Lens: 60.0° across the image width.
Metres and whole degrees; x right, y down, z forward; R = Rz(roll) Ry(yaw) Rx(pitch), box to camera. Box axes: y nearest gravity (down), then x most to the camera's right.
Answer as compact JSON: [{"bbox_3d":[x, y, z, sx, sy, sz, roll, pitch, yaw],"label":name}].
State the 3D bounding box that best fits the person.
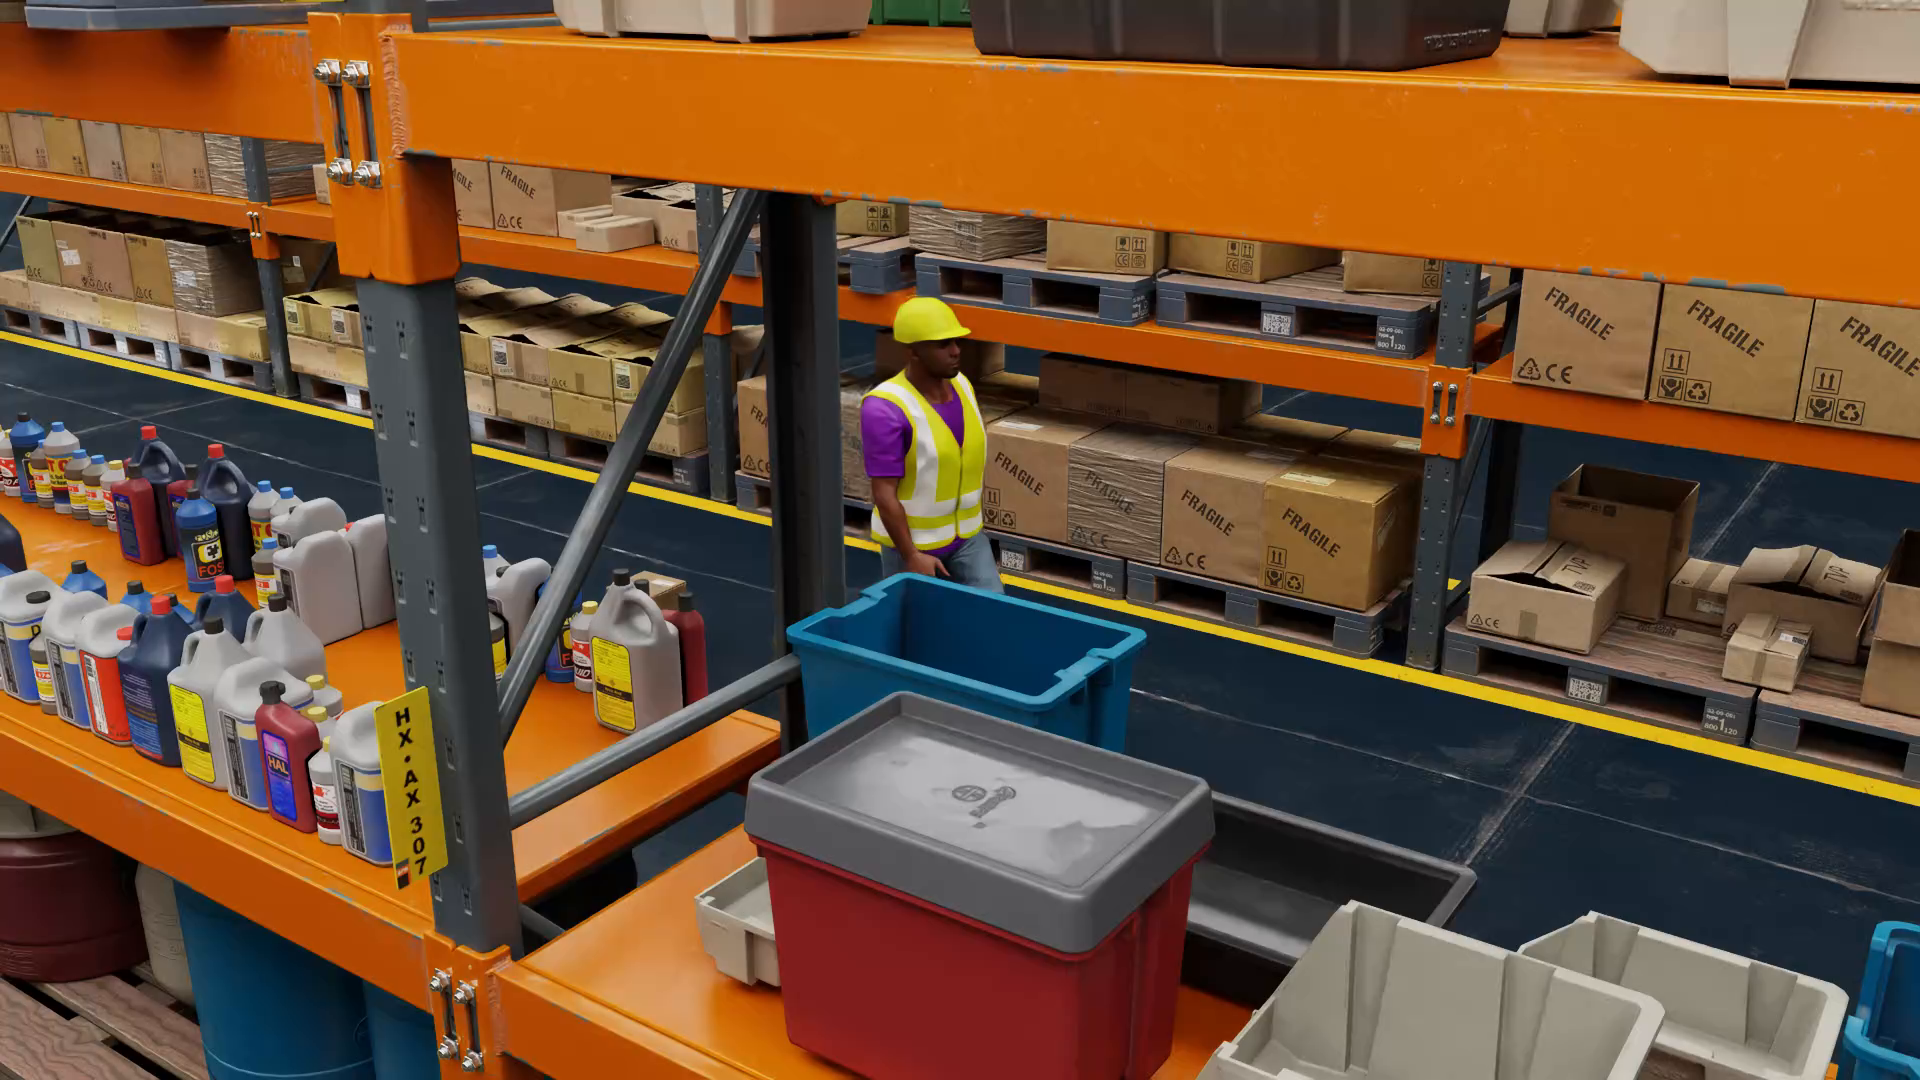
[{"bbox_3d":[-0.080,0.050,5.982,0.583,1.779,0.692,-18,27,-41],"label":"person"}]
